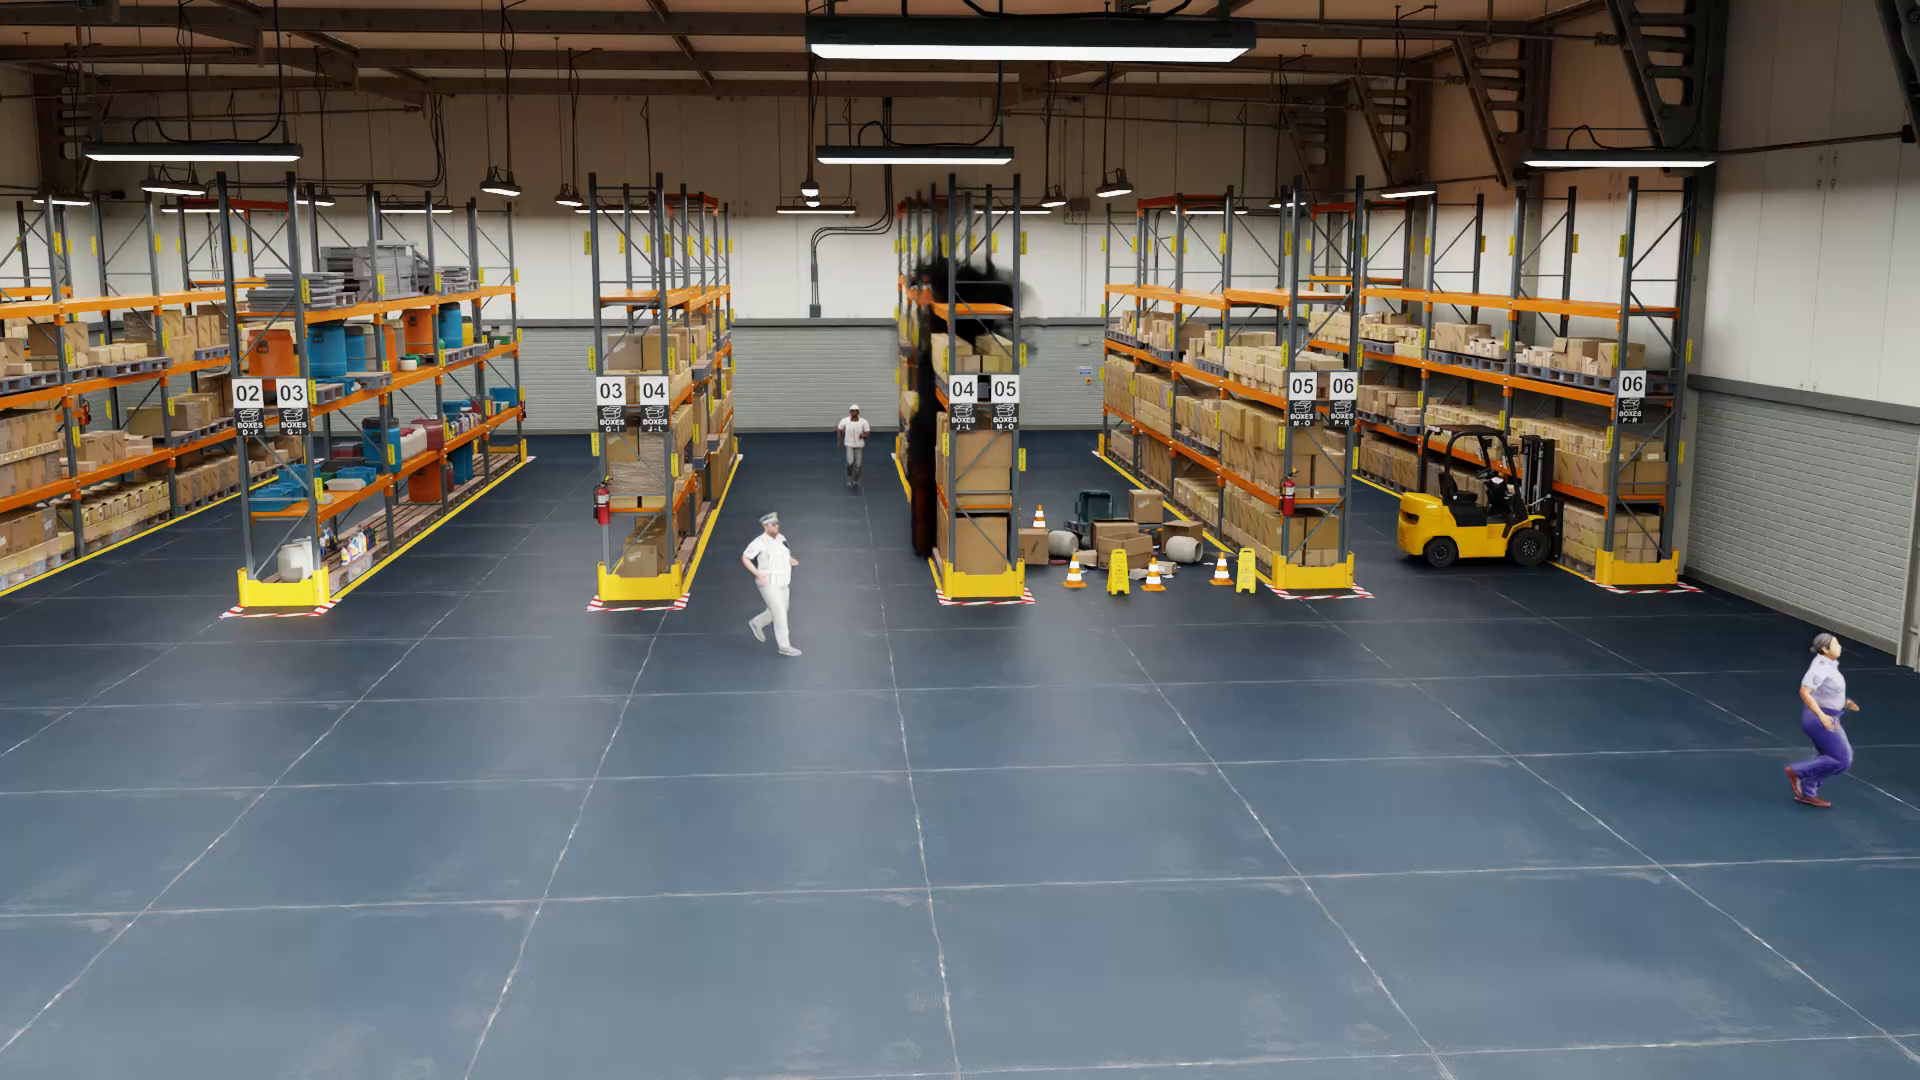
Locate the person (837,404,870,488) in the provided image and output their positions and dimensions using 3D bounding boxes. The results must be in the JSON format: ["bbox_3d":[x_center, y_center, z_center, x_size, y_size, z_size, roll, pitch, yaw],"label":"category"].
[{"bbox_3d":[-2.206,-1.955,34.701,0.684,1.740,0.667,-1,10,-8],"label":"person"}]

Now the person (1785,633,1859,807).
[{"bbox_3d":[7.760,1.623,14.945,0.547,1.603,0.607,5,11,27],"label":"person"}]

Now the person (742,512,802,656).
[{"bbox_3d":[-2.320,0.522,20.631,0.922,1.750,0.673,7,12,33],"label":"person"}]
